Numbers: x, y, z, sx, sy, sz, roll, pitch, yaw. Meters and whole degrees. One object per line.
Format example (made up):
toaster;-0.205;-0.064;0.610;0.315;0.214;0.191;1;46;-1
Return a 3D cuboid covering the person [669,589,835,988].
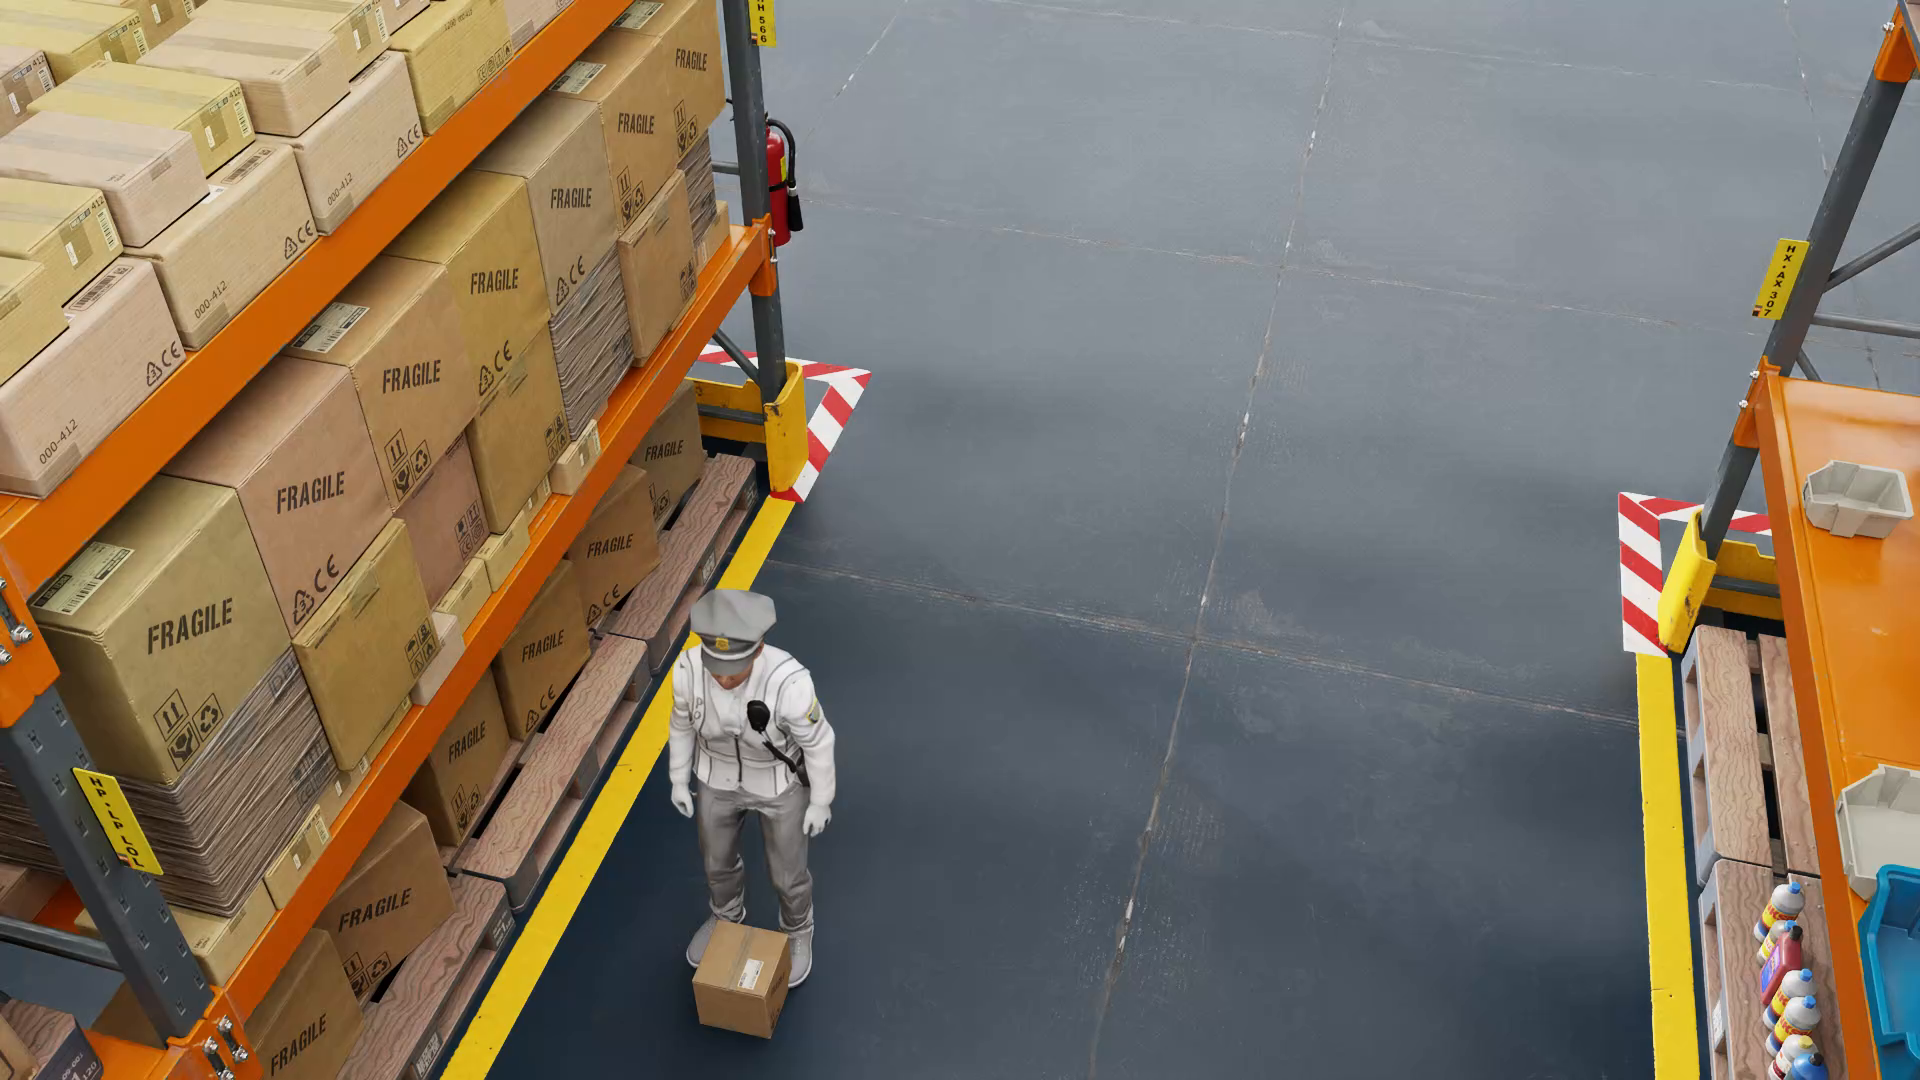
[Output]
person;-0.658;0.782;5.262;0.547;1.666;0.371;8;42;9
